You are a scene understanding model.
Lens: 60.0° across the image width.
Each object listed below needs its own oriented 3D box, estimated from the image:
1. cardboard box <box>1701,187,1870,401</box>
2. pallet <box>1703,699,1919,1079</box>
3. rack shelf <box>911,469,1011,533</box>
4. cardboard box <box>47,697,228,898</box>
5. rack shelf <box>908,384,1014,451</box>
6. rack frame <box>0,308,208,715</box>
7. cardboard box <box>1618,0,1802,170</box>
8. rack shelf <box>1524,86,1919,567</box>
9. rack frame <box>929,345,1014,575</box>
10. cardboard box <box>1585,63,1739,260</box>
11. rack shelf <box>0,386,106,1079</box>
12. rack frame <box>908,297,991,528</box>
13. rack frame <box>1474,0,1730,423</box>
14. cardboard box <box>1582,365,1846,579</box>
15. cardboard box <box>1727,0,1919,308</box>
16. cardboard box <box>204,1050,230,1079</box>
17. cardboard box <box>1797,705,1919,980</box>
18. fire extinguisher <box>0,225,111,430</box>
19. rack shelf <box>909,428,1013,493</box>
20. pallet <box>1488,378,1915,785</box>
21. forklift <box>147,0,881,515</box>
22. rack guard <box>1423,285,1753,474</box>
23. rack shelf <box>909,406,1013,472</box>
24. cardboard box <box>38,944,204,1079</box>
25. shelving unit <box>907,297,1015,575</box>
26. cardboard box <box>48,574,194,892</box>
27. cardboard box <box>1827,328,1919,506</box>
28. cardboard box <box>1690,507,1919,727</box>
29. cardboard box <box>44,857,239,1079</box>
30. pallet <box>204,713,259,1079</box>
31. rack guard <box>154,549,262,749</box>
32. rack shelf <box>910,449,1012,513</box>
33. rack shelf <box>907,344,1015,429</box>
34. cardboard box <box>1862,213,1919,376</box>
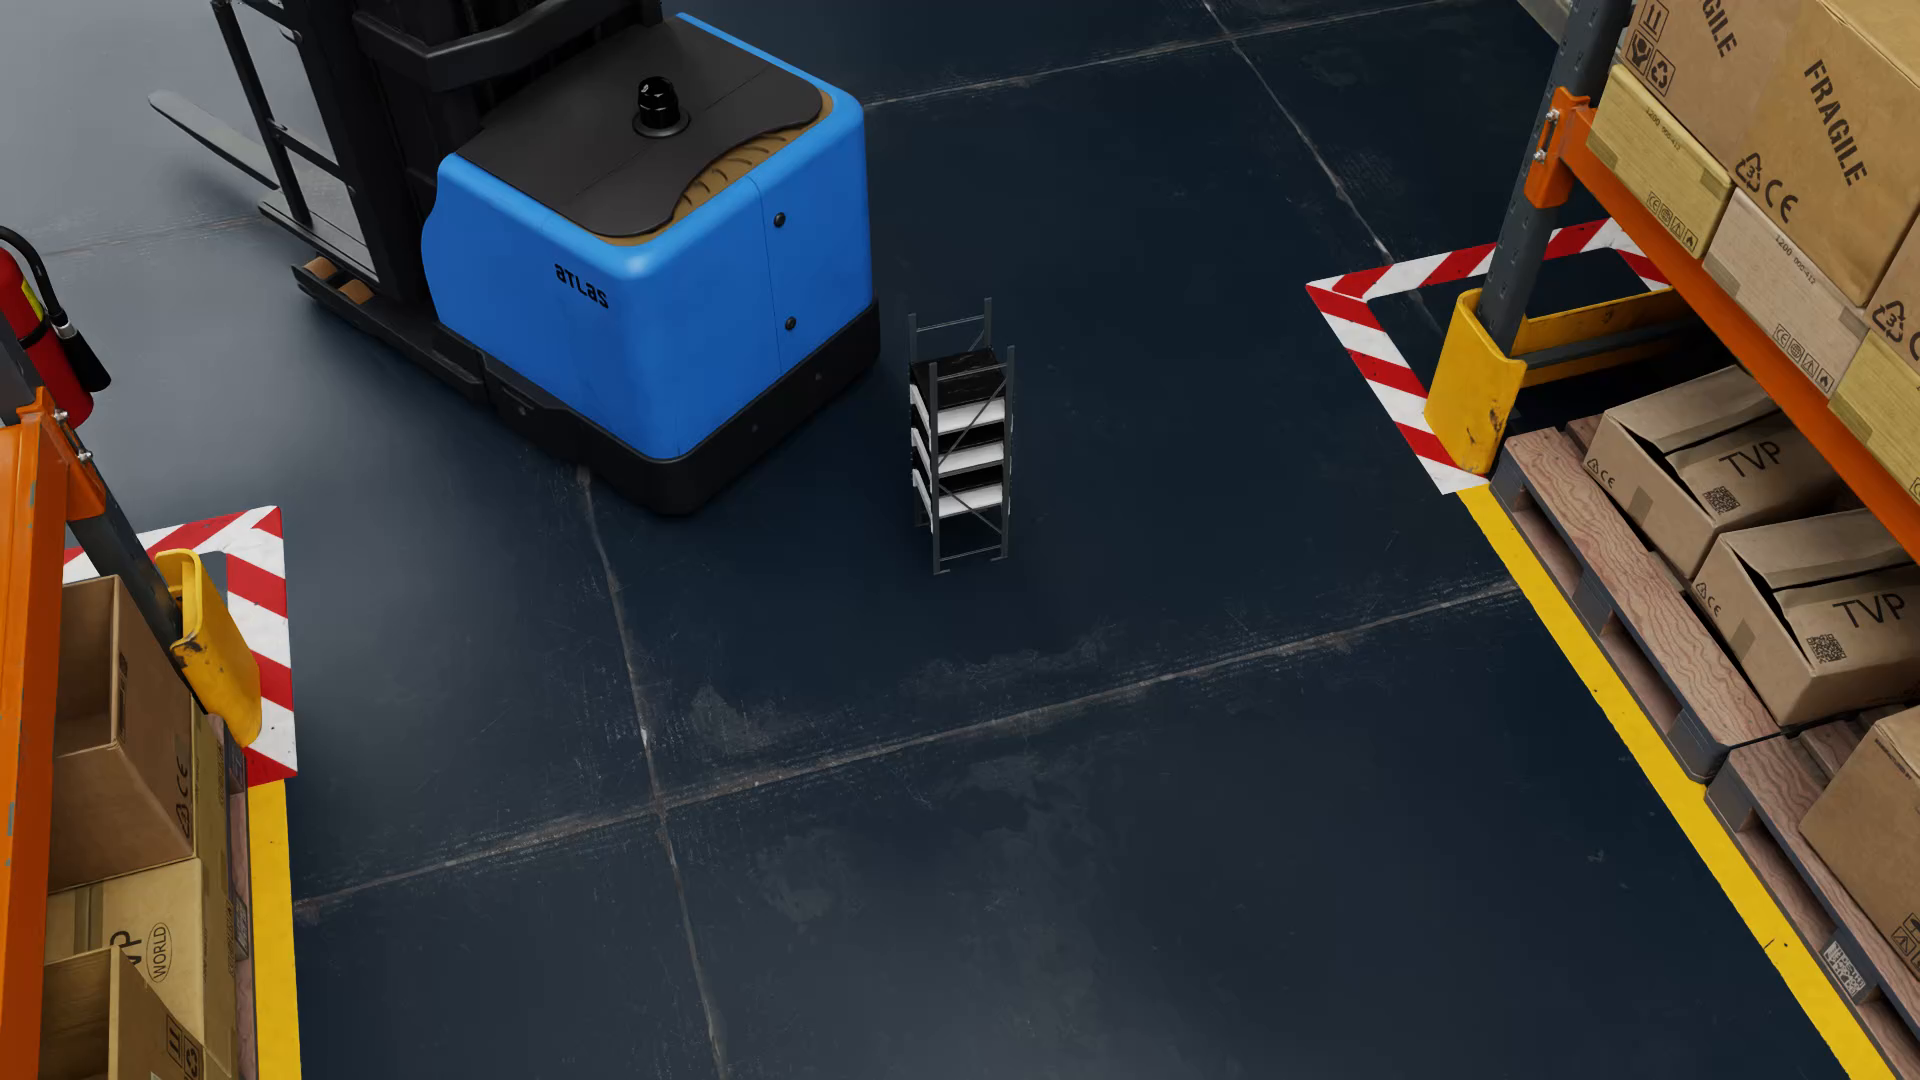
[{"bbox_3d":[2.141,-0.635,3.909,0.500,0.250,0.500,-15,51,-12],"label":"cardboard box"},{"bbox_3d":[2.719,0.964,4.300,1.003,0.211,1.213,-13,51,-11],"label":"pallet"},{"bbox_3d":[0.002,-0.147,5.064,0.258,0.077,0.200,-13,51,-11],"label":"rack shelf"},{"bbox_3d":[-2.157,0.717,4.207,0.500,0.250,0.500,-13,51,-11],"label":"cardboard box"},{"bbox_3d":[0.002,-0.379,4.789,0.258,0.077,0.200,-13,51,-11],"label":"rack shelf"},{"bbox_3d":[-2.598,-0.359,3.590,1.000,3.000,0.127,-13,51,-11],"label":"rack frame"},{"bbox_3d":[1.987,-1.265,3.949,0.500,0.500,0.500,-13,51,-11],"label":"cardboard box"},{"bbox_3d":[2.724,0.211,3.581,1.077,0.370,4.000,-13,51,-11],"label":"rack shelf"},{"bbox_3d":[0.032,-0.210,4.838,0.240,0.900,0.006,-13,51,-11],"label":"rack frame"},{"bbox_3d":[1.974,-1.011,4.226,0.500,0.250,0.500,-15,51,-12],"label":"cardboard box"},{"bbox_3d":[-2.007,1.334,2.634,1.077,0.370,4.000,-13,51,-11],"label":"rack shelf"},{"bbox_3d":[-0.028,-0.358,4.964,0.240,0.900,0.006,-13,51,-11],"label":"rack frame"},{"bbox_3d":[2.133,-1.481,4.537,1.000,3.000,0.127,-13,51,-11],"label":"rack frame"},{"bbox_3d":[2.251,-0.231,4.954,0.500,0.311,0.500,-19,52,-15],"label":"cardboard box"},{"bbox_3d":[2.124,-0.901,3.643,0.500,0.500,0.500,-13,51,-11],"label":"cardboard box"},{"bbox_3d":[-1.848,1.444,3.594,0.500,0.250,0.500,-13,51,-11],"label":"cardboard box"},{"bbox_3d":[2.589,0.672,4.069,0.700,0.500,0.500,-16,52,-13],"label":"cardboard box"},{"bbox_3d":[-2.189,-0.525,3.781,0.296,0.674,0.183,-13,51,-11],"label":"fire extinguisher"},{"bbox_3d":[0.002,-0.263,4.926,0.258,0.077,0.200,-13,51,-11],"label":"rack shelf"},{"bbox_3d":[2.362,0.074,5.049,1.003,0.211,1.213,-13,51,-11],"label":"pallet"},{"bbox_3d":[-1.738,-1.981,5.003,3.031,2.935,1.130,32,57,24],"label":"forklift"},{"bbox_3d":[2.155,-0.620,5.446,1.175,0.500,0.348,-13,51,-11],"label":"rack guard"},{"bbox_3d":[0.002,-0.321,4.858,0.258,0.077,0.200,-13,51,-11],"label":"rack shelf"},{"bbox_3d":[-1.846,1.202,3.308,0.500,0.500,0.500,-13,51,-11],"label":"cardboard box"},{"bbox_3d":[0.002,-0.284,4.901,0.258,0.900,0.210,-13,51,-11],"label":"shelving unit"},{"bbox_3d":[-2.155,0.475,3.921,0.500,0.500,0.500,-13,51,-11],"label":"cardboard box"},{"bbox_3d":[2.286,-0.262,3.594,0.500,0.250,0.500,-14,51,-12],"label":"cardboard box"},{"bbox_3d":[2.420,0.185,4.603,0.500,0.311,0.500,-10,51,-8],"label":"cardboard box"},{"bbox_3d":[-1.998,1.080,3.902,0.500,0.250,0.500,-13,51,-11],"label":"cardboard box"},{"bbox_3d":[-2.332,1.089,4.194,1.003,0.211,1.213,-13,51,-11],"label":"pallet"},{"bbox_3d":[-2.605,0.429,4.561,1.175,0.500,0.348,-13,51,-11],"label":"rack guard"},{"bbox_3d":[0.002,-0.205,4.995,0.258,0.077,0.200,-13,51,-11],"label":"rack shelf"},{"bbox_3d":[0.002,-0.437,4.720,0.258,0.077,0.200,-13,51,-11],"label":"rack shelf"},{"bbox_3d":[2.270,-0.523,3.323,0.500,0.500,0.500,-15,51,-12],"label":"cardboard box"}]
